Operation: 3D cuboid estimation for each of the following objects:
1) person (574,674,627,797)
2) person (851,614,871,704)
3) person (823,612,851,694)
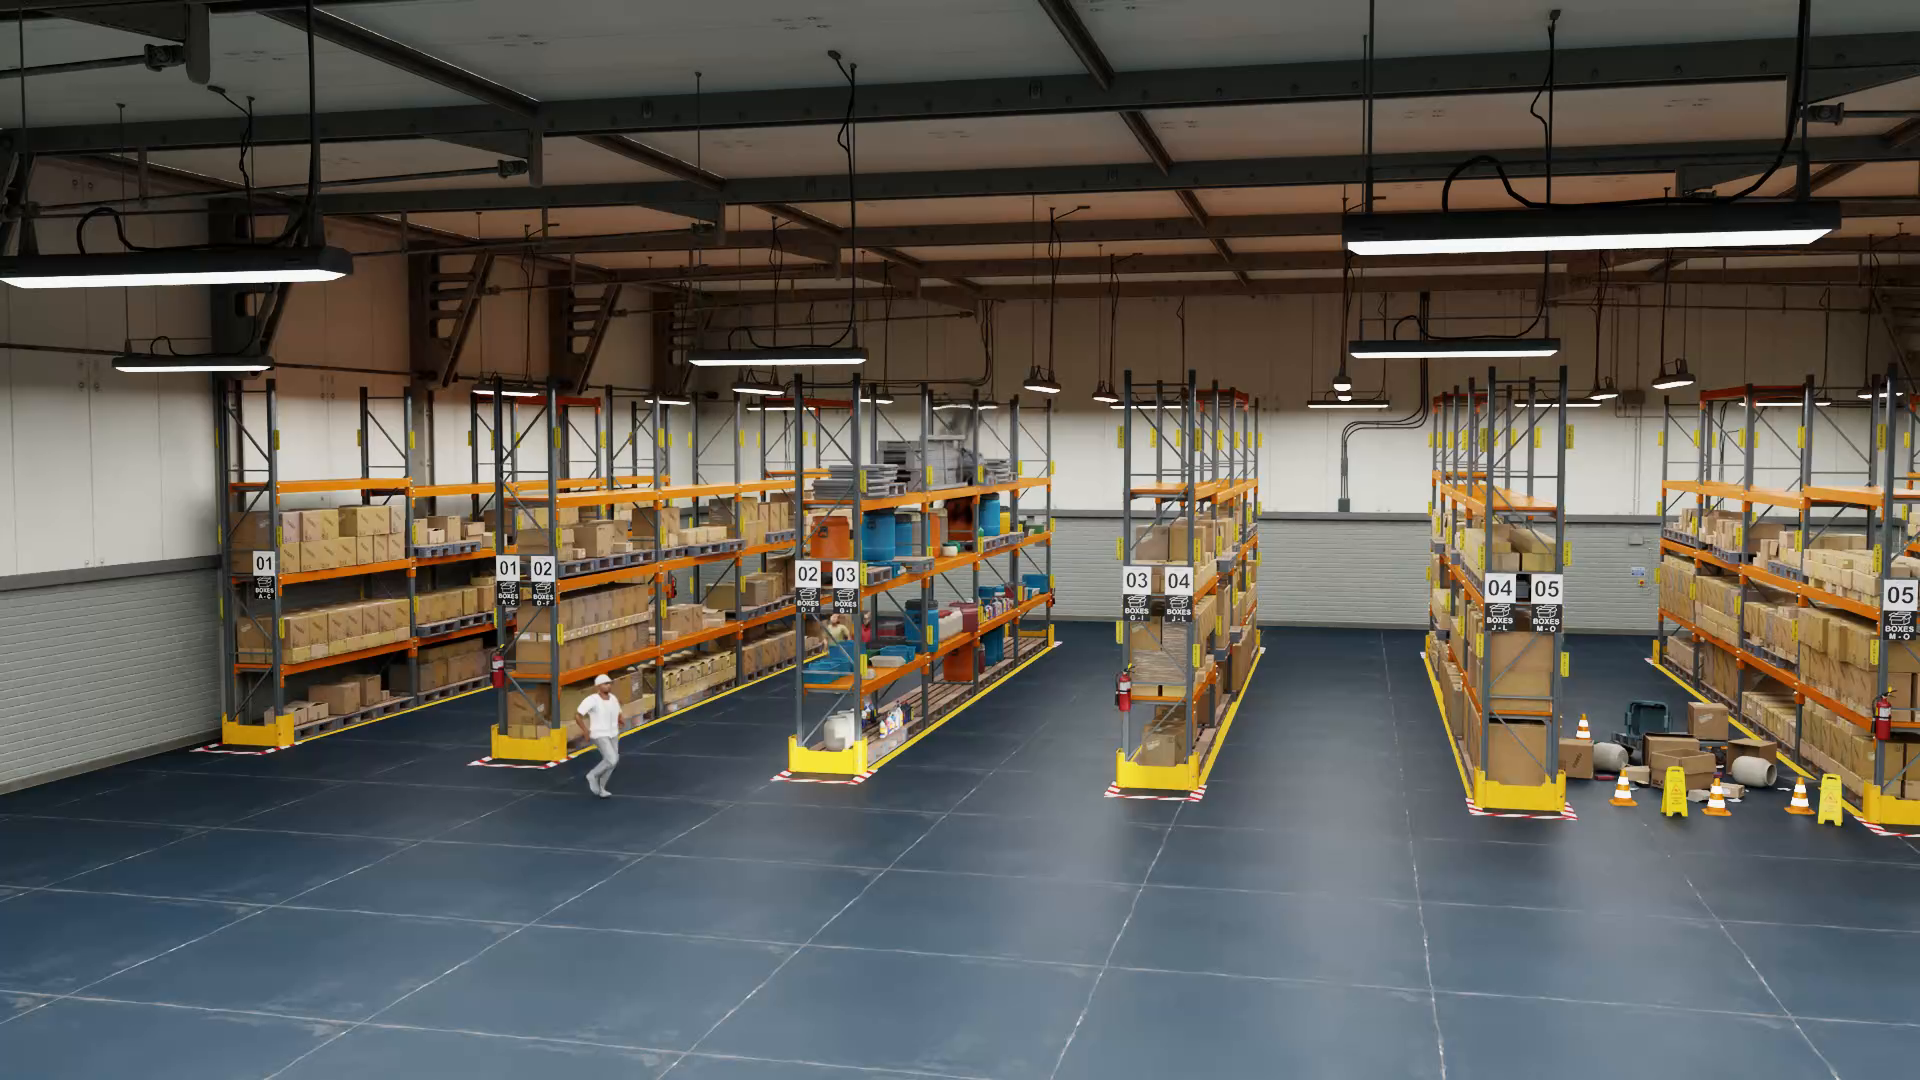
[{"bbox_3d":[-4.939,2.738,23.223,0.597,1.721,0.690,2,4,33],"label":"person"},{"bbox_3d":[-1.754,2.253,31.588,0.673,1.716,0.903,1,3,9],"label":"person"},{"bbox_3d":[-2.448,2.222,32.642,0.556,1.626,0.520,1,4,12],"label":"person"}]
